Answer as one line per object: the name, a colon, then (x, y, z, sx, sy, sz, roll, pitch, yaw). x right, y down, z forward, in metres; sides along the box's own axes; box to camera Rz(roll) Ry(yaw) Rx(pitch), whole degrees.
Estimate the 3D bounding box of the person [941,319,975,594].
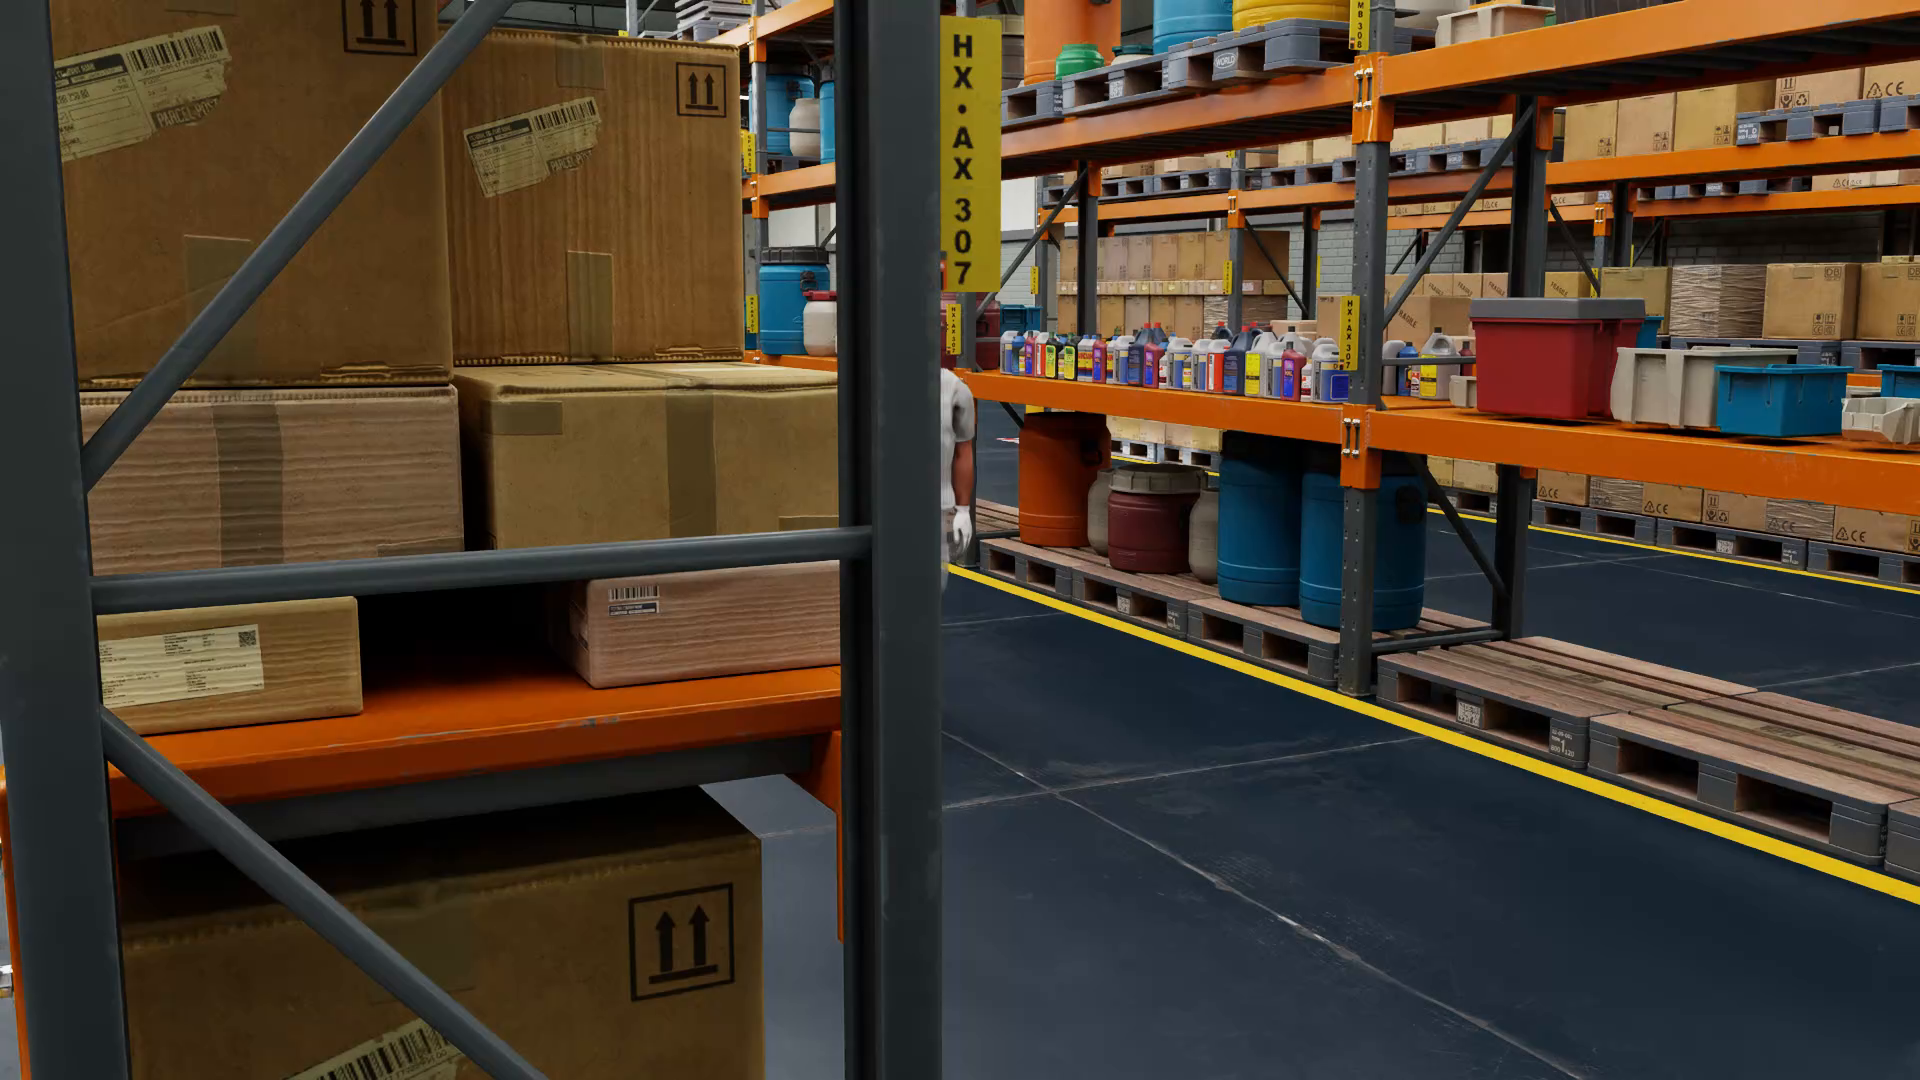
person: (-0.232, -0.112, 6.950, 0.587, 1.779, 0.537, -1, 8, -7)
